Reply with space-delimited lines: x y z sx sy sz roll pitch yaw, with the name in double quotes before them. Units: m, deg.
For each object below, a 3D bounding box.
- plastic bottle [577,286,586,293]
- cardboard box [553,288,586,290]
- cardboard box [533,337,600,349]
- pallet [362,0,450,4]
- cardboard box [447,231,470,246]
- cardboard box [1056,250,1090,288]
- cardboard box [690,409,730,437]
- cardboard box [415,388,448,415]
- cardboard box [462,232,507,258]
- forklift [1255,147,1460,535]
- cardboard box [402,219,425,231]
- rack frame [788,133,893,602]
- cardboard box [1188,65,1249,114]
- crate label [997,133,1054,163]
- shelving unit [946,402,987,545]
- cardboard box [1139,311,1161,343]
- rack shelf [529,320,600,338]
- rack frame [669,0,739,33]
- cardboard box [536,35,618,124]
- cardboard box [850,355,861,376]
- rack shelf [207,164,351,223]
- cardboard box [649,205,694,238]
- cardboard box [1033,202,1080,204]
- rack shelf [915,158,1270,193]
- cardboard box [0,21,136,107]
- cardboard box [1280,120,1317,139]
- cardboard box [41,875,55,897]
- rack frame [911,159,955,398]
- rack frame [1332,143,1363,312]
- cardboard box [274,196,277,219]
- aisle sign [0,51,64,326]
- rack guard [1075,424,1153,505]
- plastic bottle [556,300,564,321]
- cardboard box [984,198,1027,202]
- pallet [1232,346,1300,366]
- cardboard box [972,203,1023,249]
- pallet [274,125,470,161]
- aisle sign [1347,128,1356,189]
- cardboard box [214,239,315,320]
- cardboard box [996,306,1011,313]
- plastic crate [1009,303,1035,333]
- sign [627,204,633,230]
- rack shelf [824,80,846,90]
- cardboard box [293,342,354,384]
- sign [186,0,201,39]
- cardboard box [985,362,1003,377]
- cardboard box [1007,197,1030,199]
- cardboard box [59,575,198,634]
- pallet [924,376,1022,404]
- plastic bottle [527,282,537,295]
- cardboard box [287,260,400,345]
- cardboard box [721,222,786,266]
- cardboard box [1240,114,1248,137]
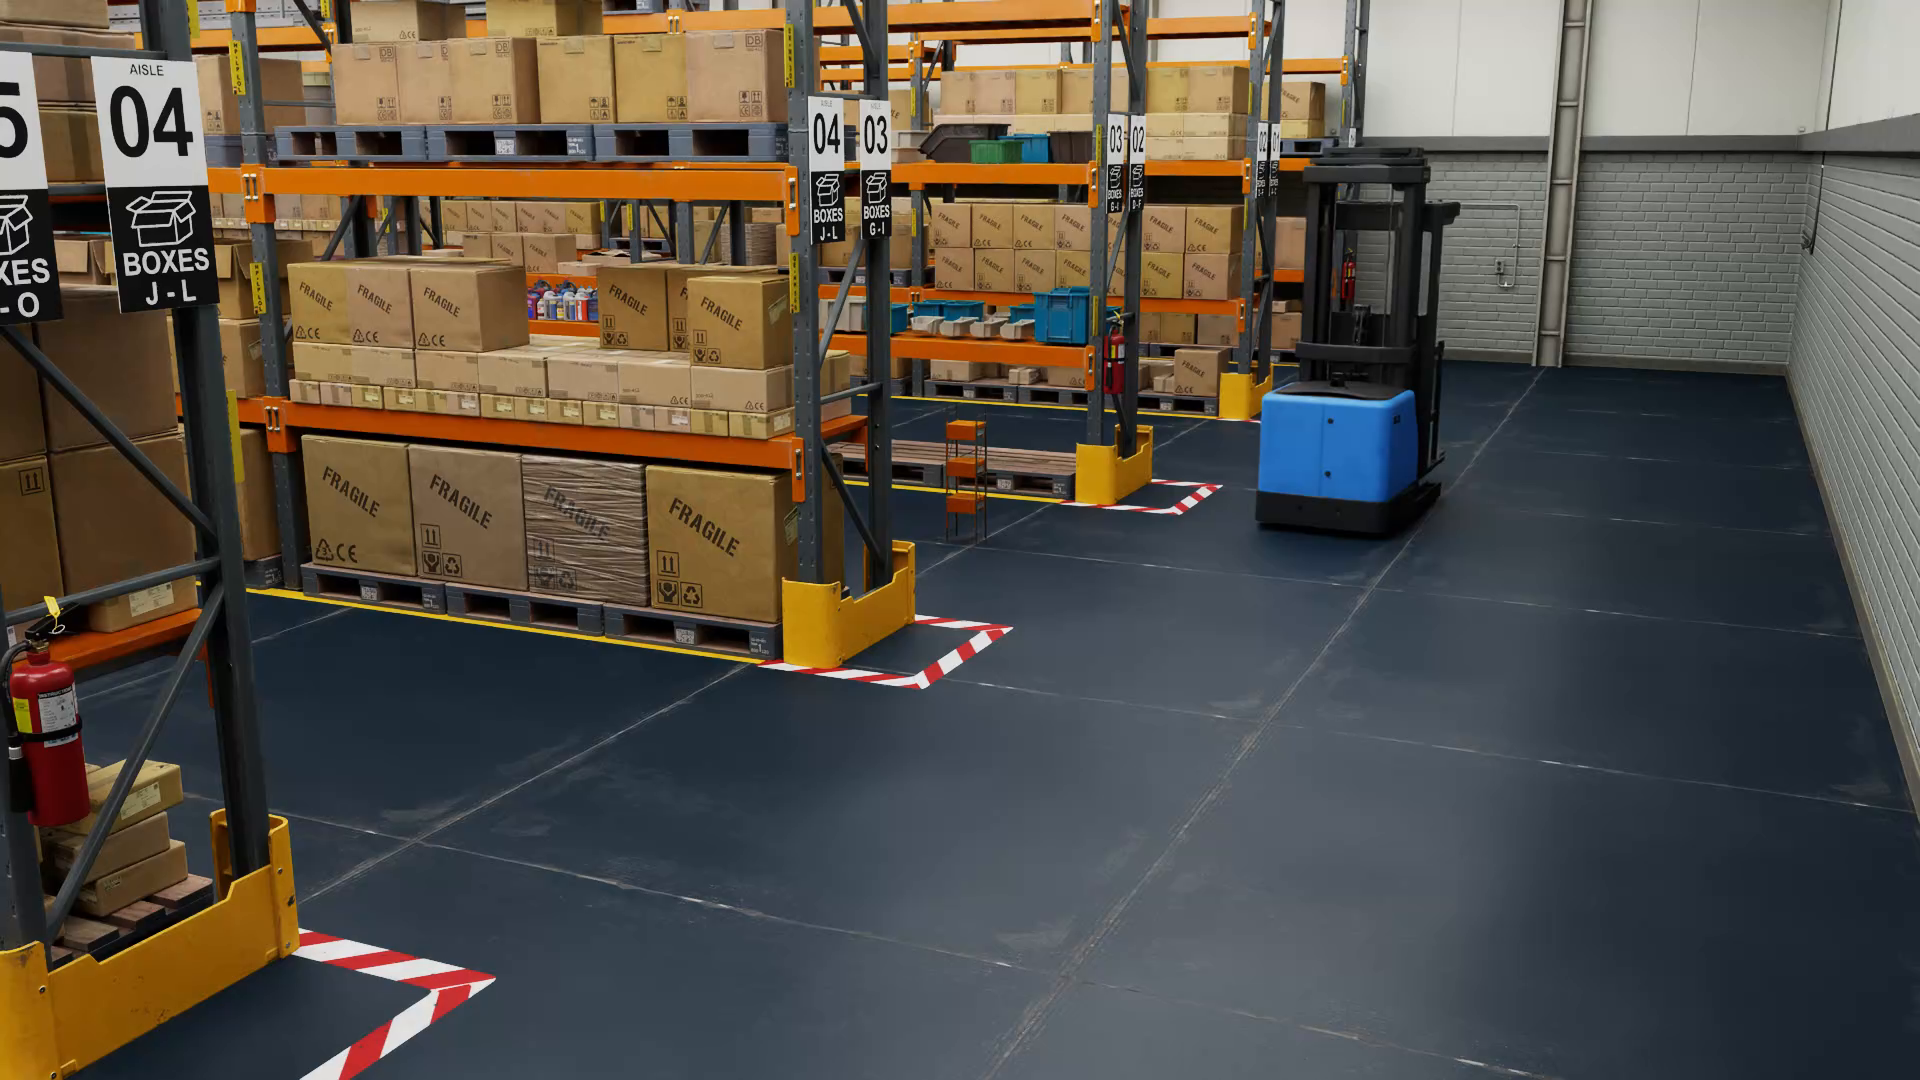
"plastic bottle" -3.842 -2.448 16.902 0.097 0.271 0.097 0 13 0
"cardboard box" -6.597 -4.150 28.382 0.500 0.500 0.500 5 14 19
"cardboard box" -2.424 -1.164 10.828 0.500 0.250 0.500 5 14 22
"pallet" -5.341 -5.186 16.448 1.003 0.211 1.213 6 14 23
"cardboard box" -8.491 -5.215 28.698 0.500 0.250 0.500 5 14 21
"cardboard box" 1.426 -3.094 19.155 0.500 0.500 0.500 6 14 22
"cardboard box" -1.377 -0.716 9.791 0.250 0.149 0.380 6 14 24
"cardboard box" -3.245 -0.906 10.598 0.250 0.149 0.380 6 14 22
"cardboard box" -6.458 -3.955 22.826 0.500 0.500 0.500 7 15 27
"forklift" 3.456 -1.760 13.840 1.130 2.935 3.031 7 15 27
"cardboard box" -7.803 -4.460 23.555 0.250 0.149 0.380 6 14 23
"rack frame" -0.680 -0.851 9.814 0.127 3.000 1.000 6 14 23
"cardboard box" 2.860 -4.959 18.350 0.500 0.500 0.700 6 14 23
"crate label" 0.614 -3.426 14.549 0.502 0.251 0.408 6 14 23
"shelving unit" 0.049 -0.506 12.614 0.252 1.050 0.215 6 14 23
"cardboard box" 2.782 -3.174 24.269 0.500 0.500 0.700 6 14 23
"rack shelf" -4.159 -2.090 16.671 4.000 0.370 1.077 6 14 23
"rack frame" -2.331 -5.176 15.115 0.127 3.000 1.000 6 14 23
"cardboard box" -2.135 -2.765 10.048 0.500 0.500 0.700 5 14 19
"cardboard box" -1.337 -2.320 20.585 0.500 0.500 0.500 6 14 23
"rack shelf" -6.165 -2.516 11.920 4.000 0.370 1.077 6 14 23
"cardboard box" -4.673 -5.220 27.254 0.500 0.500 0.700 7 15 29
"cardboard box" 1.176 -3.739 19.715 0.500 0.500 0.500 6 14 24
"rack shelf" 1.508 -4.215 19.159 4.000 0.370 1.077 6 14 23
"cardboard box" -3.086 -1.551 5.465 0.500 0.250 0.500 6 14 24
"cardboard box" 4.562 -5.607 22.709 0.500 0.250 0.500 6 15 25
"cardboard box" -3.403 1.237 6.239 0.250 0.149 0.380 6 14 23
"rack frame" -0.321 -3.290 20.208 0.127 3.000 1.000 6 14 23
"rack frame" 5.339 -3.954 23.041 0.127 3.000 1.000 6 14 23
"cardboard box" -9.878 -4.935 24.163 0.500 0.500 0.700 6 14 23
"aisle sign" -2.836 -1.020 4.846 0.004 0.787 0.394 6 14 23
"rack guard" 1.354 -0.669 14.511 0.348 0.500 1.175 6 14 23
"plastic bottle" -3.857 -2.225 16.108 0.097 0.201 0.097 0 13 0
"cardboard box" 0.688 -4.932 24.652 0.500 0.250 0.500 6 15 24
"pallet" 4.577 -2.654 23.606 1.213 0.211 1.003 6 14 23
"cardboard box" 0.468 -3.675 19.443 0.500 0.500 0.500 5 14 21
"pallet" -3.593 -2.560 10.727 1.213 0.211 1.003 6 14 23
"aisle sign" 5.284 -5.151 22.449 0.004 0.787 0.394 6 14 23
"cardboard box" -4.924 -1.815 11.510 0.637 0.503 0.797 5 14 22
"cardboard box" 1.035 -3.515 24.957 0.750 0.750 0.750 6 14 24
"plastic crate" 0.632 -1.985 14.885 0.300 0.233 0.416 6 14 23
"sign" -4.200 -4.107 21.157 0.005 0.325 0.100 6 14 23
"rack shelf" -3.804 -7.255 26.427 4.000 0.370 1.077 6 14 23
"cardboard box" -4.013 -1.194 10.956 0.500 0.250 0.500 5 14 22
"sign" -2.561 -1.823 5.480 0.005 0.325 0.100 6 14 23
"cardboard box" 0.315 -2.293 20.471 0.500 0.500 0.500 6 14 23
"cardboard box" 0.886 -5.037 25.099 0.500 0.250 0.500 6 14 24
"cardboard box" -2.944 0.200 5.887 0.250 0.149 0.380 6 14 23
"pallet" 0.307 -1.868 20.255 1.213 0.211 1.003 6 14 23
"plastic bottle" -4.400 -2.515 17.160 0.133 0.283 0.061 6 14 23
"cardboard box" -4.002 -1.560 10.872 0.500 0.500 0.500 6 14 23
"cardboard box" -2.598 -3.754 21.047 0.500 0.500 0.700 9 16 34
"cardboard box" 2.972 -4.652 18.682 0.500 0.250 0.500 6 14 23
